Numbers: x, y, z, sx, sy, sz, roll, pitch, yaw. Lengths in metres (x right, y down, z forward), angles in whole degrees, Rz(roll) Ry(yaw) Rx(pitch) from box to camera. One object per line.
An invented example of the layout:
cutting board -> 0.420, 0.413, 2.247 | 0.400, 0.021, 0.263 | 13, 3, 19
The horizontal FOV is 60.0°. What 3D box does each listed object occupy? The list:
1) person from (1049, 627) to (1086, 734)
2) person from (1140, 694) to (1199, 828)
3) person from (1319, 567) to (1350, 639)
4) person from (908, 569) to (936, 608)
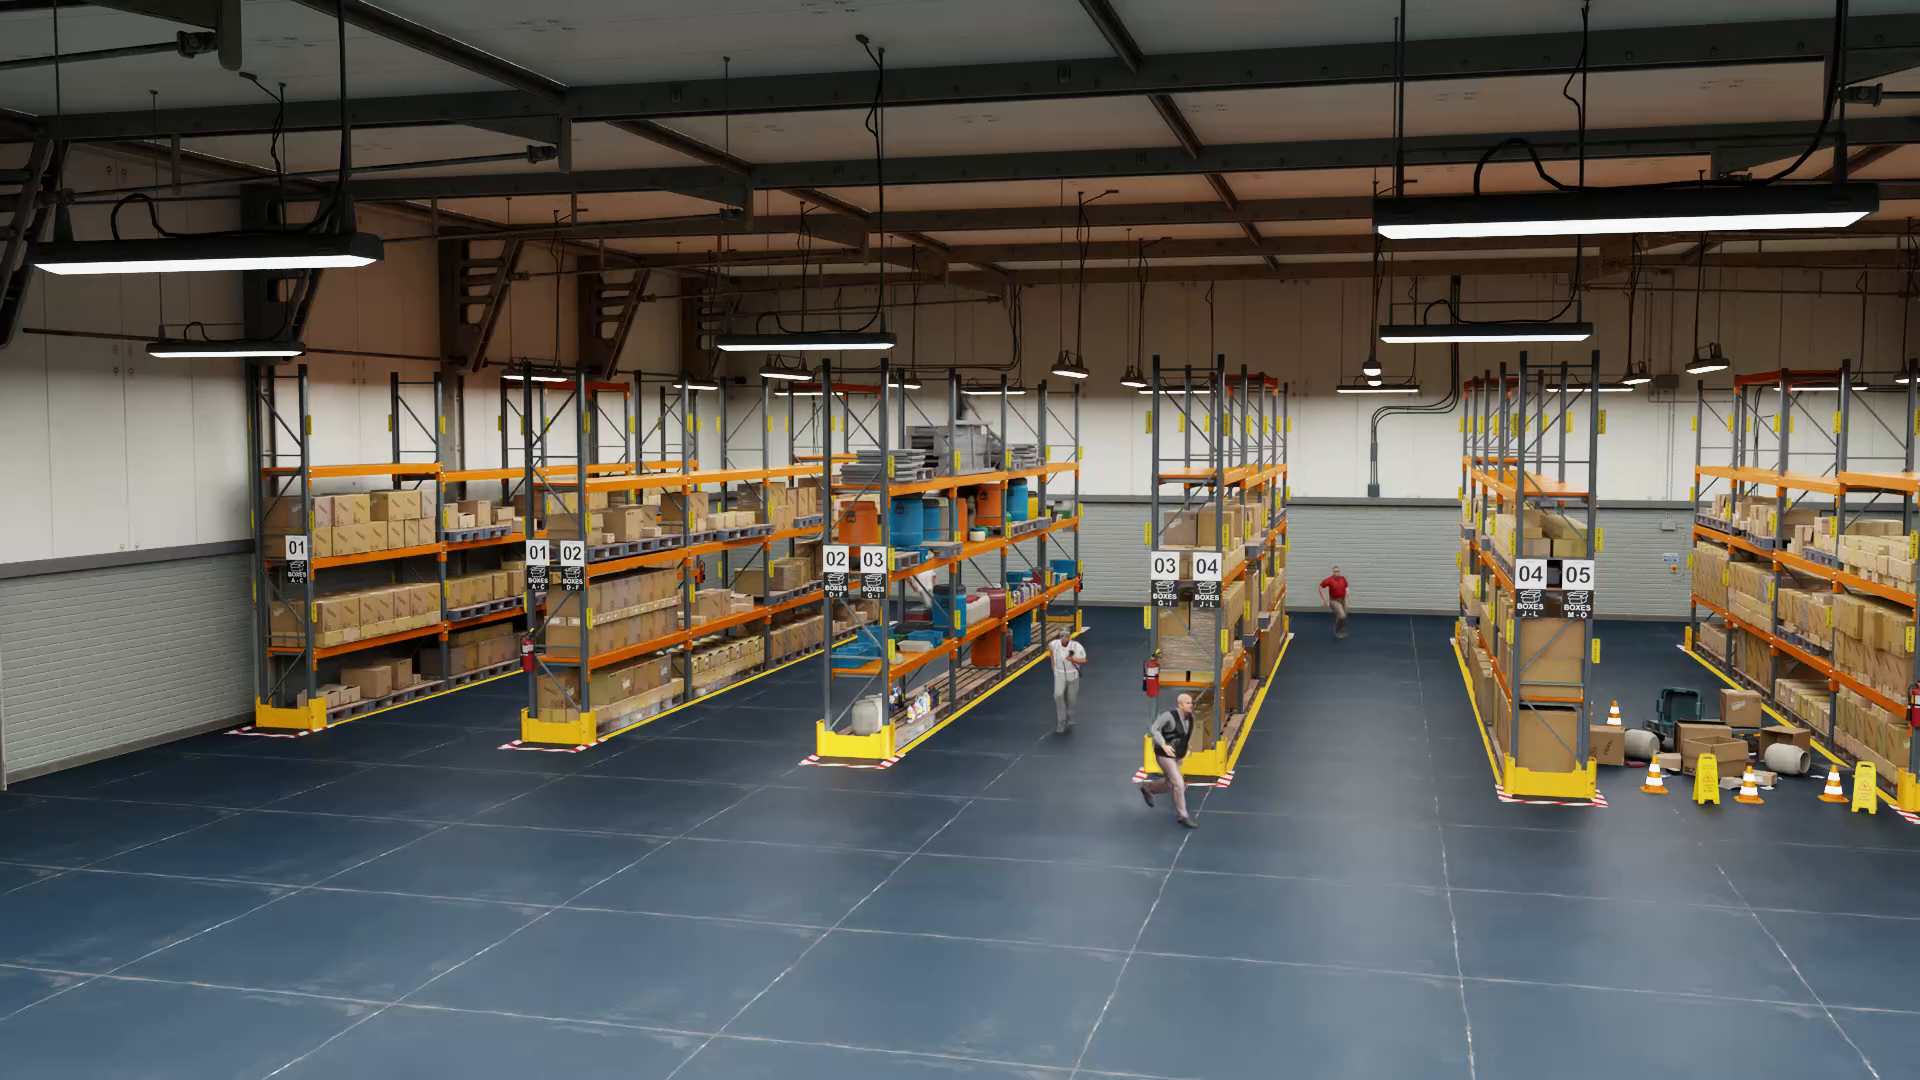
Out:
person -> 1.761, 2.272, 27.229 | 0.649, 1.778, 0.961 | 1, 4, 9
person -> 2.599, 2.728, 20.945 | 0.668, 1.667, 0.981 | -3, 5, -36
person -> 8.818, 1.487, 38.949 | 0.724, 1.729, 0.628 | -2, 4, -23
person -> -0.904, 1.255, 41.796 | 0.764, 1.721, 0.783 | -2, 4, -27
